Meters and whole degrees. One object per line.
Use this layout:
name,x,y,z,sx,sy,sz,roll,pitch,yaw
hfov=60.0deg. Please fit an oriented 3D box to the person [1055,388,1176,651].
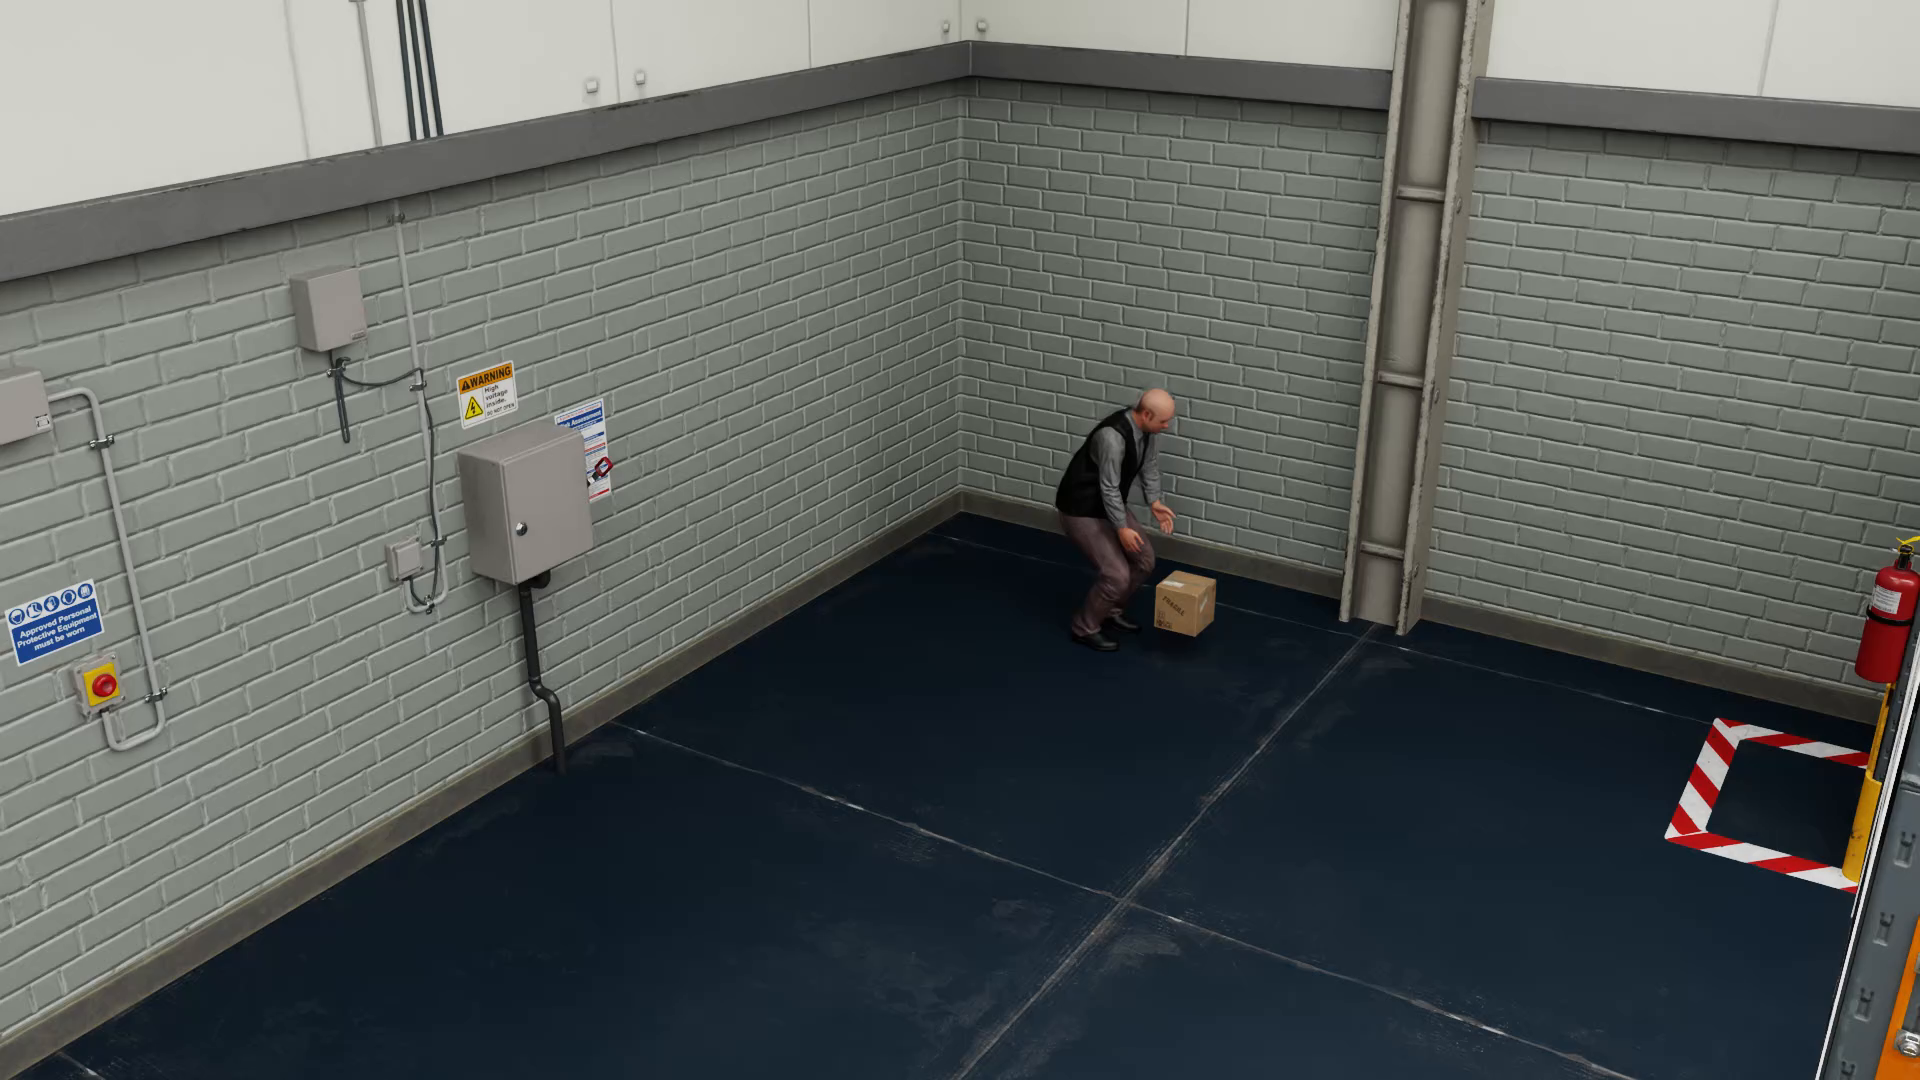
person,0.871,-0.152,9.263,0.625,1.514,0.588,14,27,30
